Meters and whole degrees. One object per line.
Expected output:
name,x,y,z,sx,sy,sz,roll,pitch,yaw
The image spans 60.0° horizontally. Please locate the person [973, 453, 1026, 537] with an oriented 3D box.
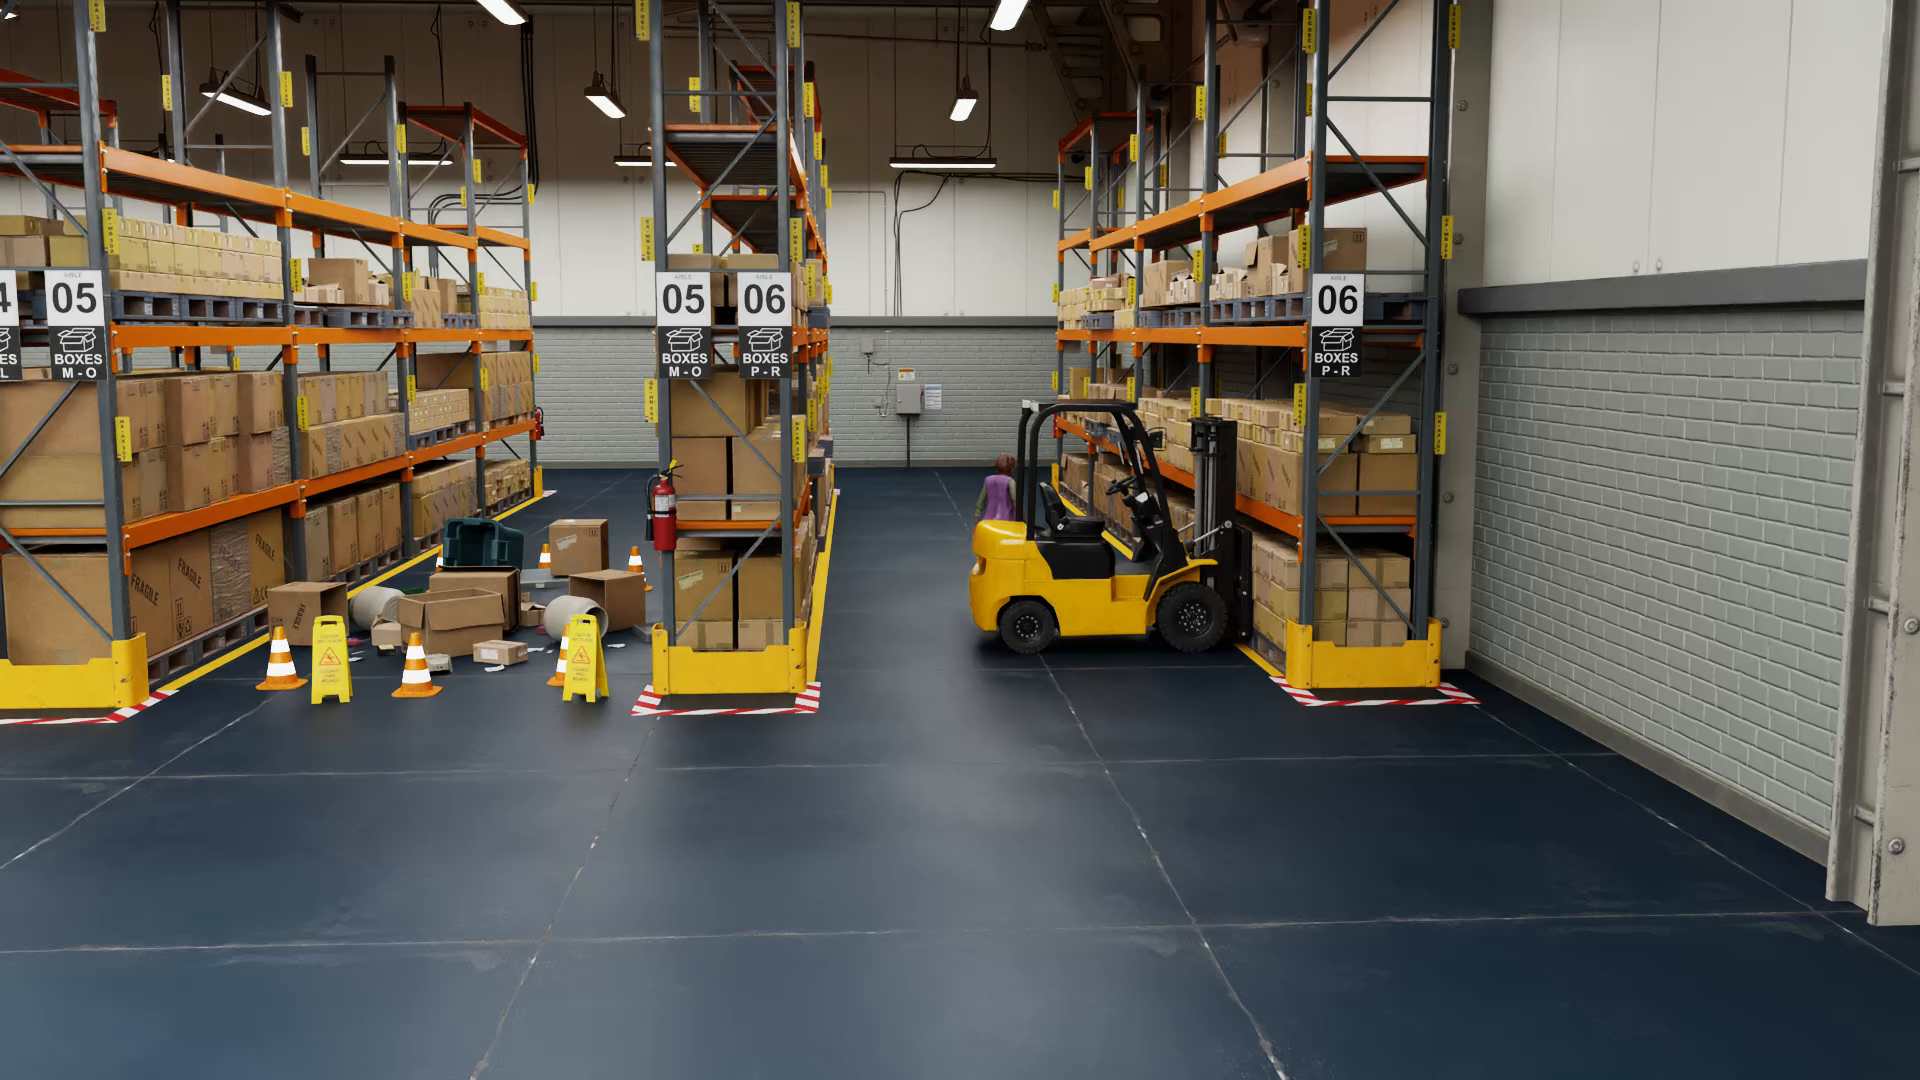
person,0.367,-0.090,16.653,0.731,1.530,0.529,-6,9,-40
